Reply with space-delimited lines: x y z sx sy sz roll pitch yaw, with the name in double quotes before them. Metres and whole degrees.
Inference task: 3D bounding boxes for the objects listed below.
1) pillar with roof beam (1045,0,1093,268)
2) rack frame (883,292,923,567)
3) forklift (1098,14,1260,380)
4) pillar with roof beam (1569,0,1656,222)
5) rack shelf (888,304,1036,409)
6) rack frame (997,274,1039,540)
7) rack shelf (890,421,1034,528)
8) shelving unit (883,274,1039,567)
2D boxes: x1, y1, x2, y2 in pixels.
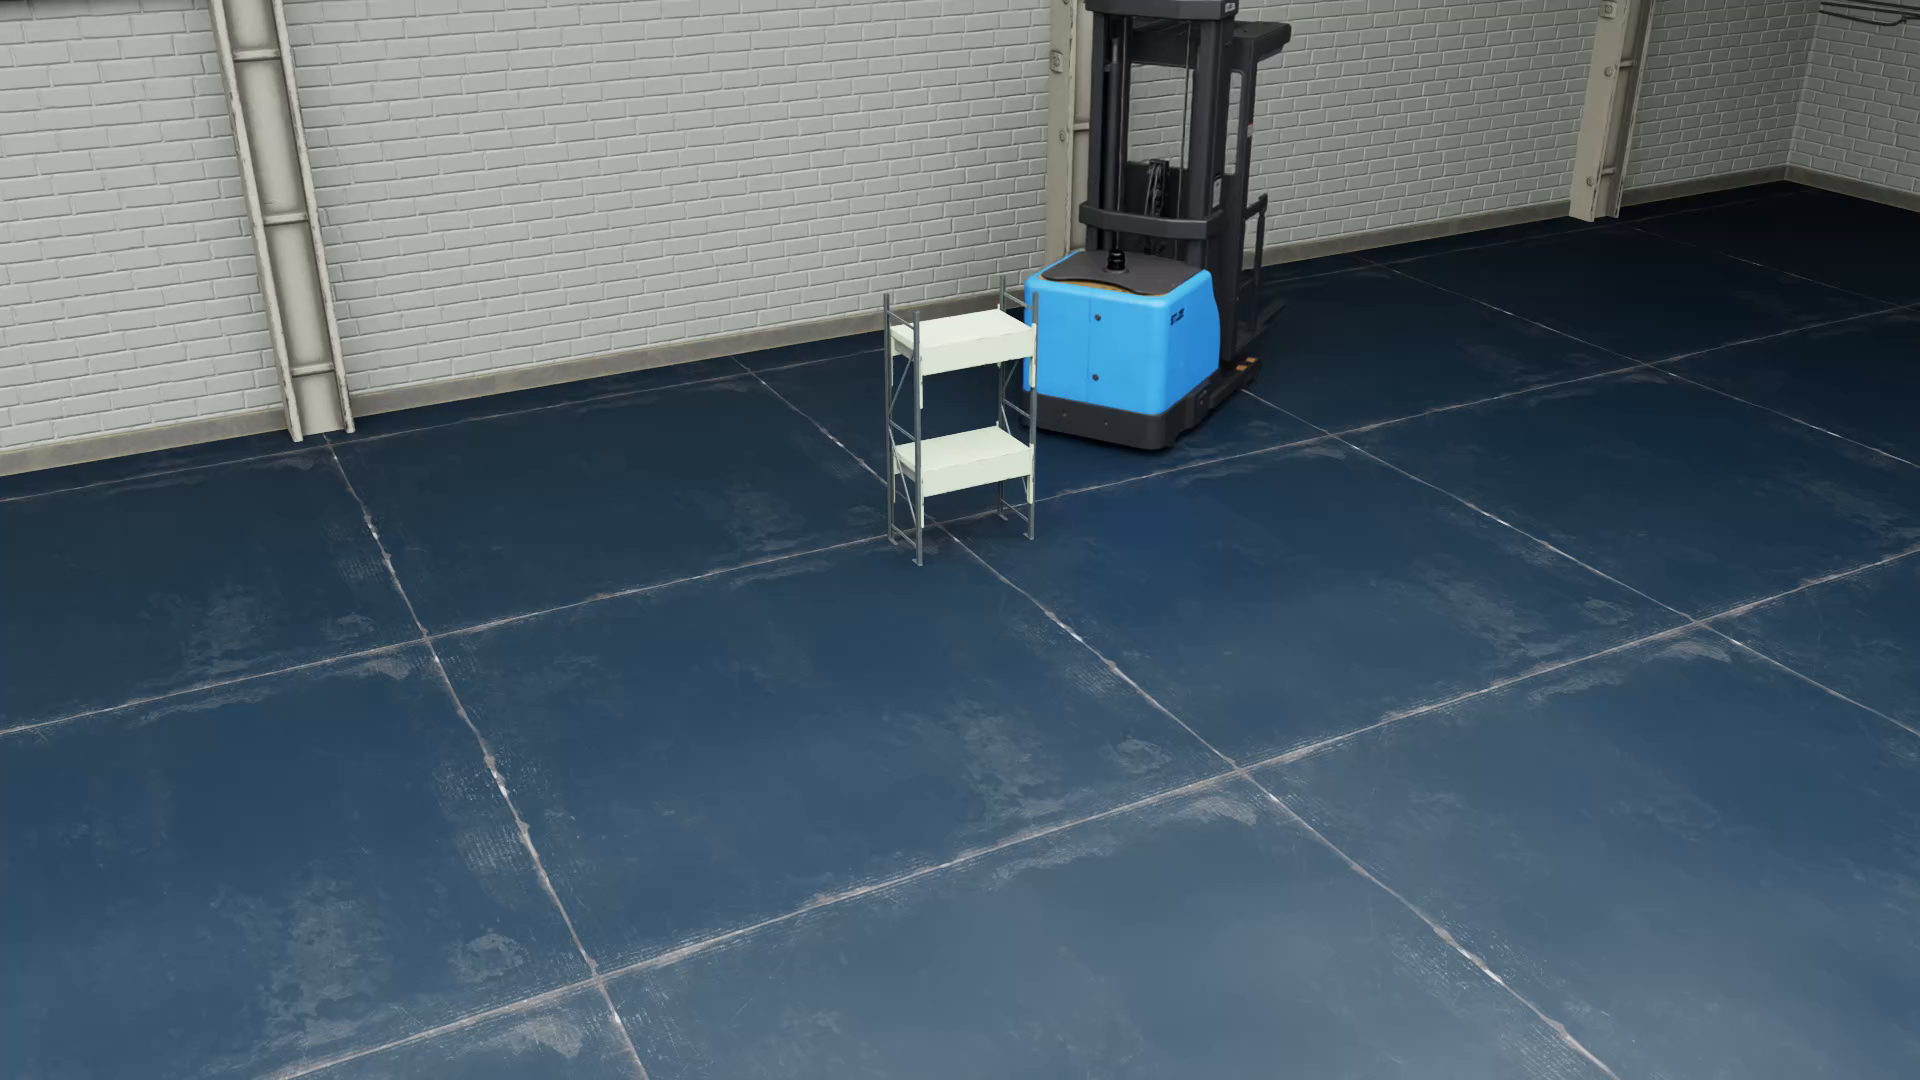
"pillar with roof beam" 2.973 -4.388 8.493 0.400 9.000 9.100 -13 29 -25
"rack frame" -0.317 -0.603 9.273 0.023 1.500 0.400 -13 29 -25
"forklift" 1.565 -2.507 11.586 1.121 2.935 3.031 14 29 26
"pillar with roof beam" 8.267 -5.610 11.038 0.400 9.000 9.100 -13 29 -25
"rack shelf" 0.006 -1.029 9.259 0.720 0.370 0.431 -13 29 -25
"rack frame" 0.329 -0.752 9.583 0.023 1.500 0.400 -13 29 -25
"rack shelf" 0.006 -0.384 9.569 0.720 0.370 0.431 -13 29 -25
"shelving unit" 0.006 -0.677 9.428 0.755 1.500 0.431 -13 29 -25
